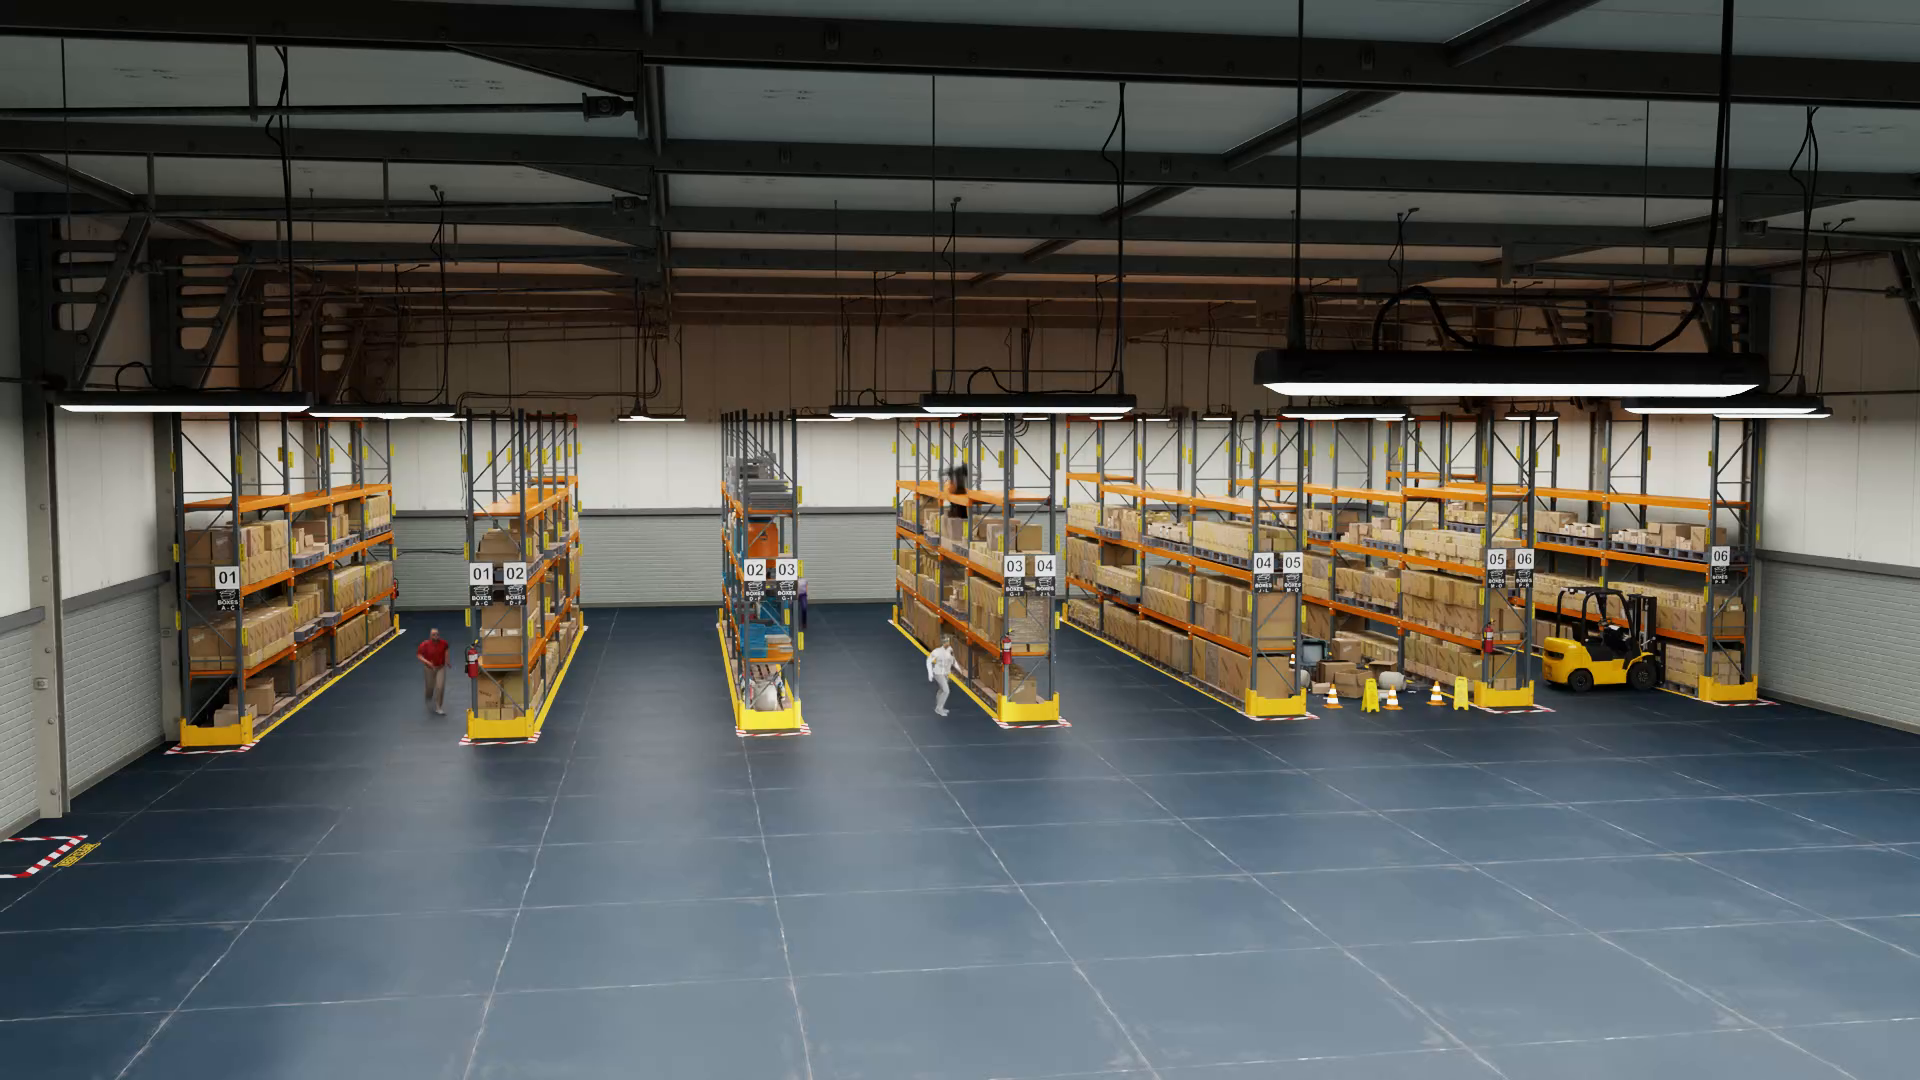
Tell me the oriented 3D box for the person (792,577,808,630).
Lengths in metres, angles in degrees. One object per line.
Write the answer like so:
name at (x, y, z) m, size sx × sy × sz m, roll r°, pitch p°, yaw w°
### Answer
person at (-4.510, 1.656, 46.649) m, size 0.571 × 1.694 × 0.842 m, roll -1°, pitch 4°, yaw -17°

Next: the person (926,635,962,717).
person at (-0.315, 2.661, 32.686) m, size 0.732 × 1.643 × 0.611 m, roll 3°, pitch 5°, yaw 36°

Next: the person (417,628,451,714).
person at (-10.469, 2.580, 33.062) m, size 0.650 × 1.695 × 0.908 m, roll -2°, pitch 4°, yaw -25°
